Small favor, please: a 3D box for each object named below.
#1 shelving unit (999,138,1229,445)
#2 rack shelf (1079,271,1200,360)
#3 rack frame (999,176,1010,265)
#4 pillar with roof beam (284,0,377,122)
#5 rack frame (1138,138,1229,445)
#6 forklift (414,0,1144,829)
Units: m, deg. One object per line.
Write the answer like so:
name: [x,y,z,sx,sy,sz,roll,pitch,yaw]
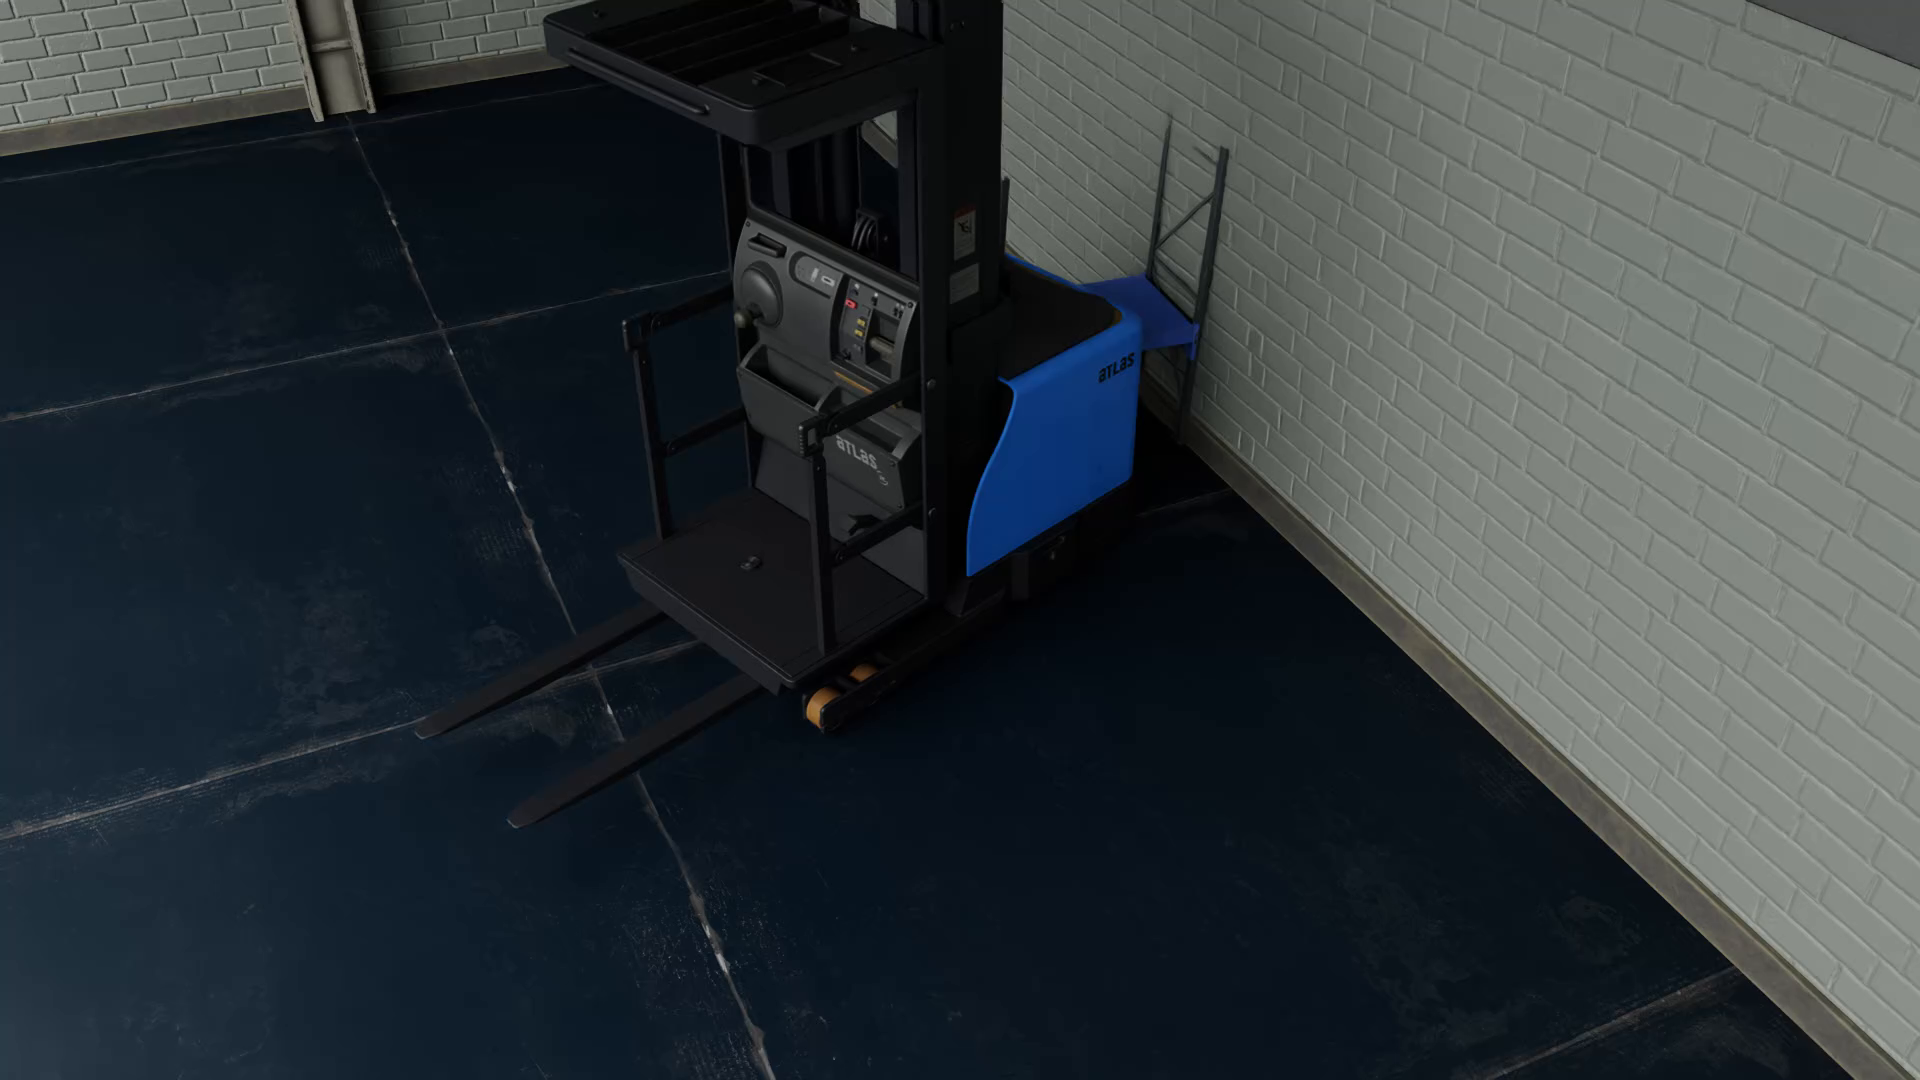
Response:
shelving unit: [0.519,-1.084,7.404,1.048,1.500,0.538,-12,41,-19]
rack shelf: [0.510,-0.942,7.515,1.000,0.185,0.538,-12,41,-19]
rack frame: [0.051,-0.982,7.236,0.032,1.500,0.500,-12,41,-19]
pillar with roof beam: [-2.305,-4.182,5.335,0.400,9.000,9.100,-16,39,-20]
rack frame: [0.988,-1.186,7.573,0.032,1.500,0.500,-12,41,-19]
forklift: [-0.647,-0.807,5.877,3.031,2.935,1.130,-31,46,-34]
